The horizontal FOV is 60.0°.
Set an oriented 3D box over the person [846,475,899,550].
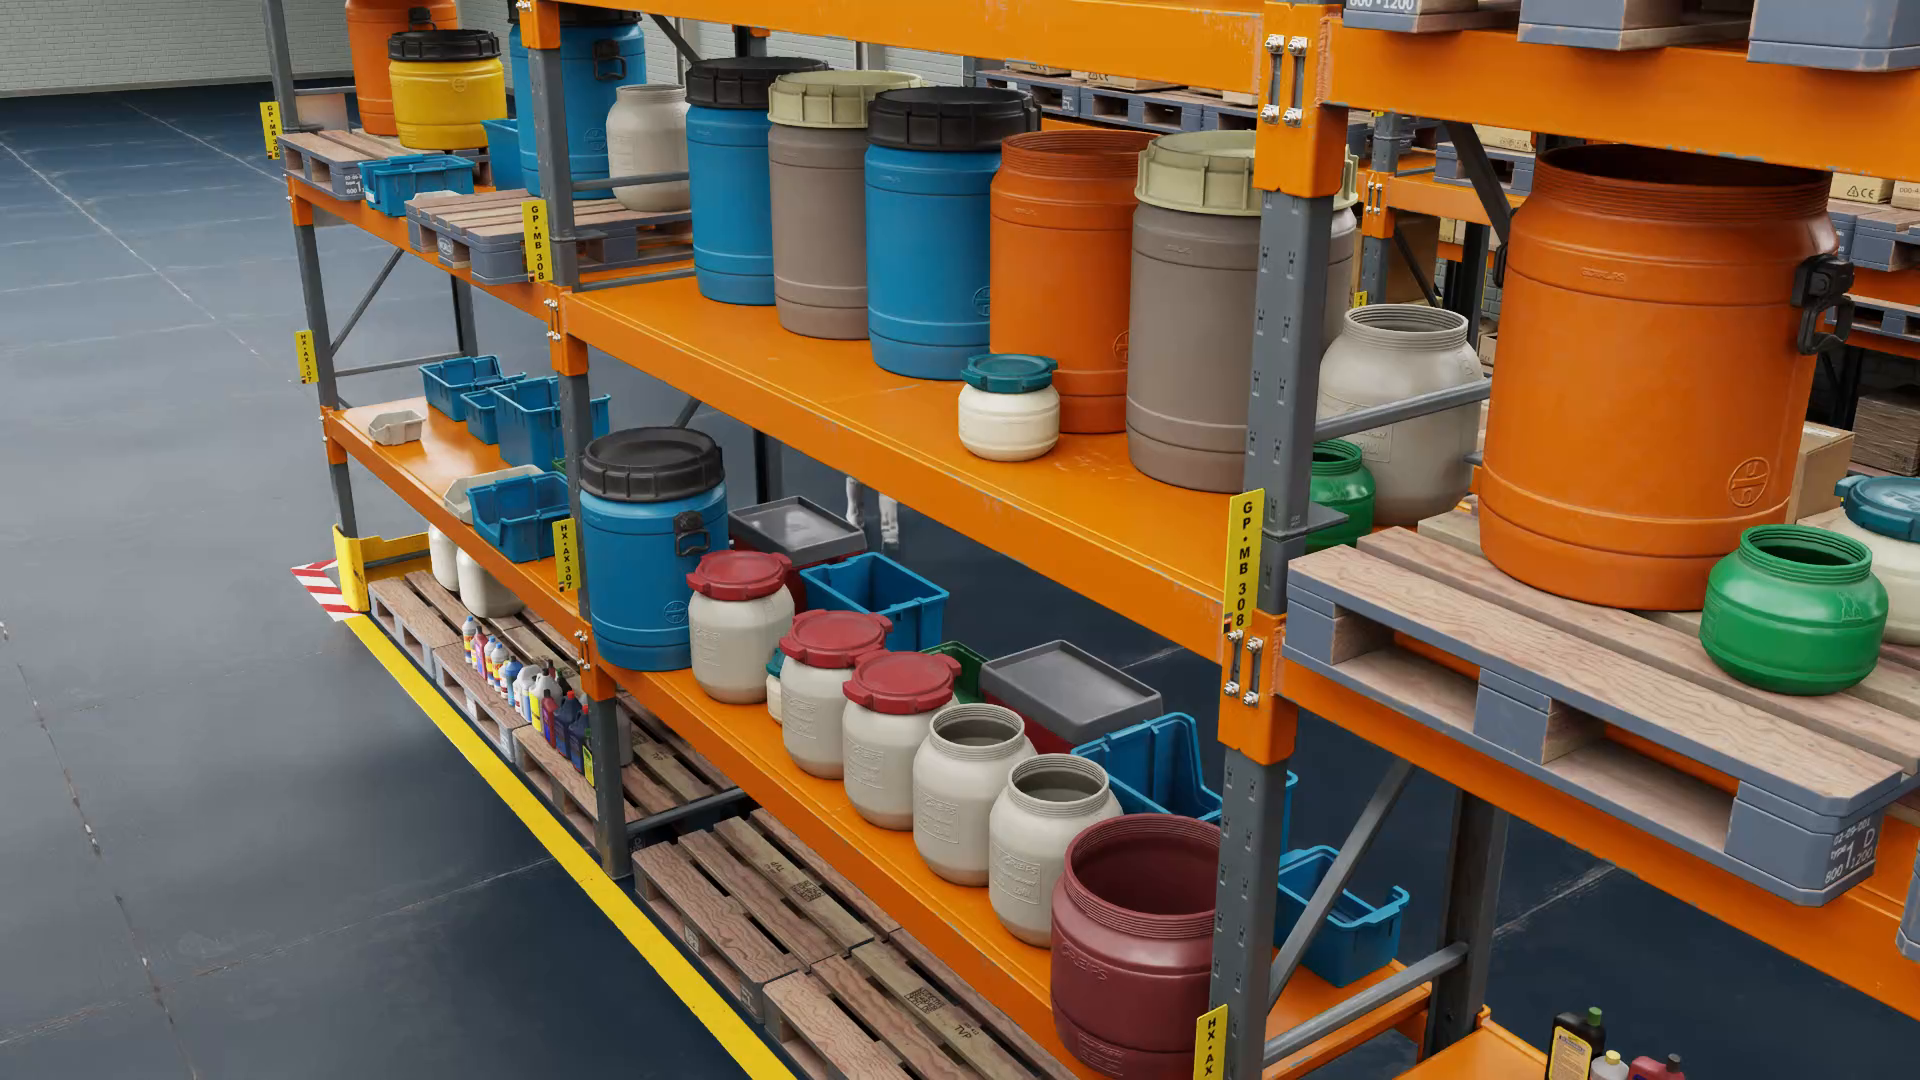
[{"bbox_3d":[-0.627,-0.756,11.467,0.484,1.621,1.025,-3,22,-8],"label":"person"}]
